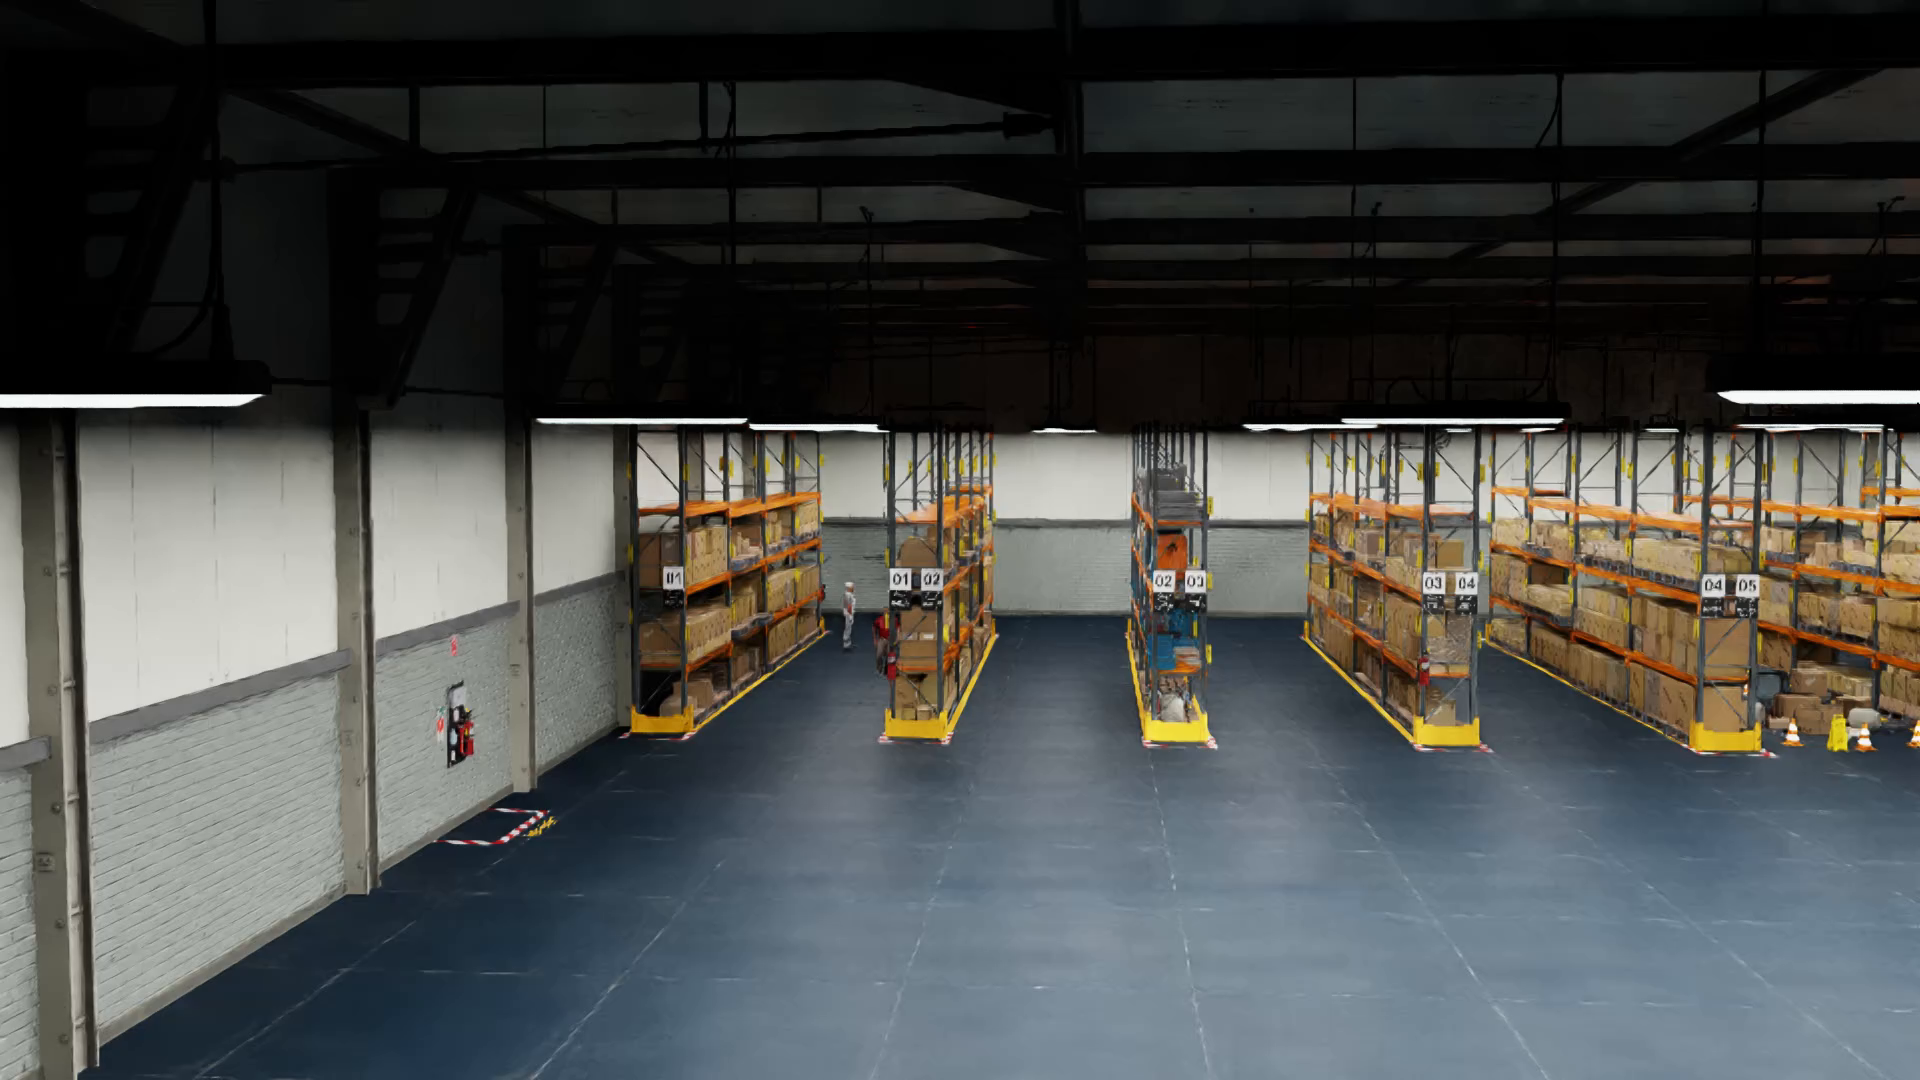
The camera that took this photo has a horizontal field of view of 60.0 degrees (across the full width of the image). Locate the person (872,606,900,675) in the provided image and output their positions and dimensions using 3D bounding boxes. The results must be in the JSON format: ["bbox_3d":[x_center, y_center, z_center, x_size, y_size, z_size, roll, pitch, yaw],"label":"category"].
[{"bbox_3d":[-1.749,2.396,39.431,0.682,1.675,0.535,0,4,3],"label":"person"}]

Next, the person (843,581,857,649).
[{"bbox_3d":[-2.953,1.993,44.504,0.396,1.791,0.655,-1,4,-9],"label":"person"}]
